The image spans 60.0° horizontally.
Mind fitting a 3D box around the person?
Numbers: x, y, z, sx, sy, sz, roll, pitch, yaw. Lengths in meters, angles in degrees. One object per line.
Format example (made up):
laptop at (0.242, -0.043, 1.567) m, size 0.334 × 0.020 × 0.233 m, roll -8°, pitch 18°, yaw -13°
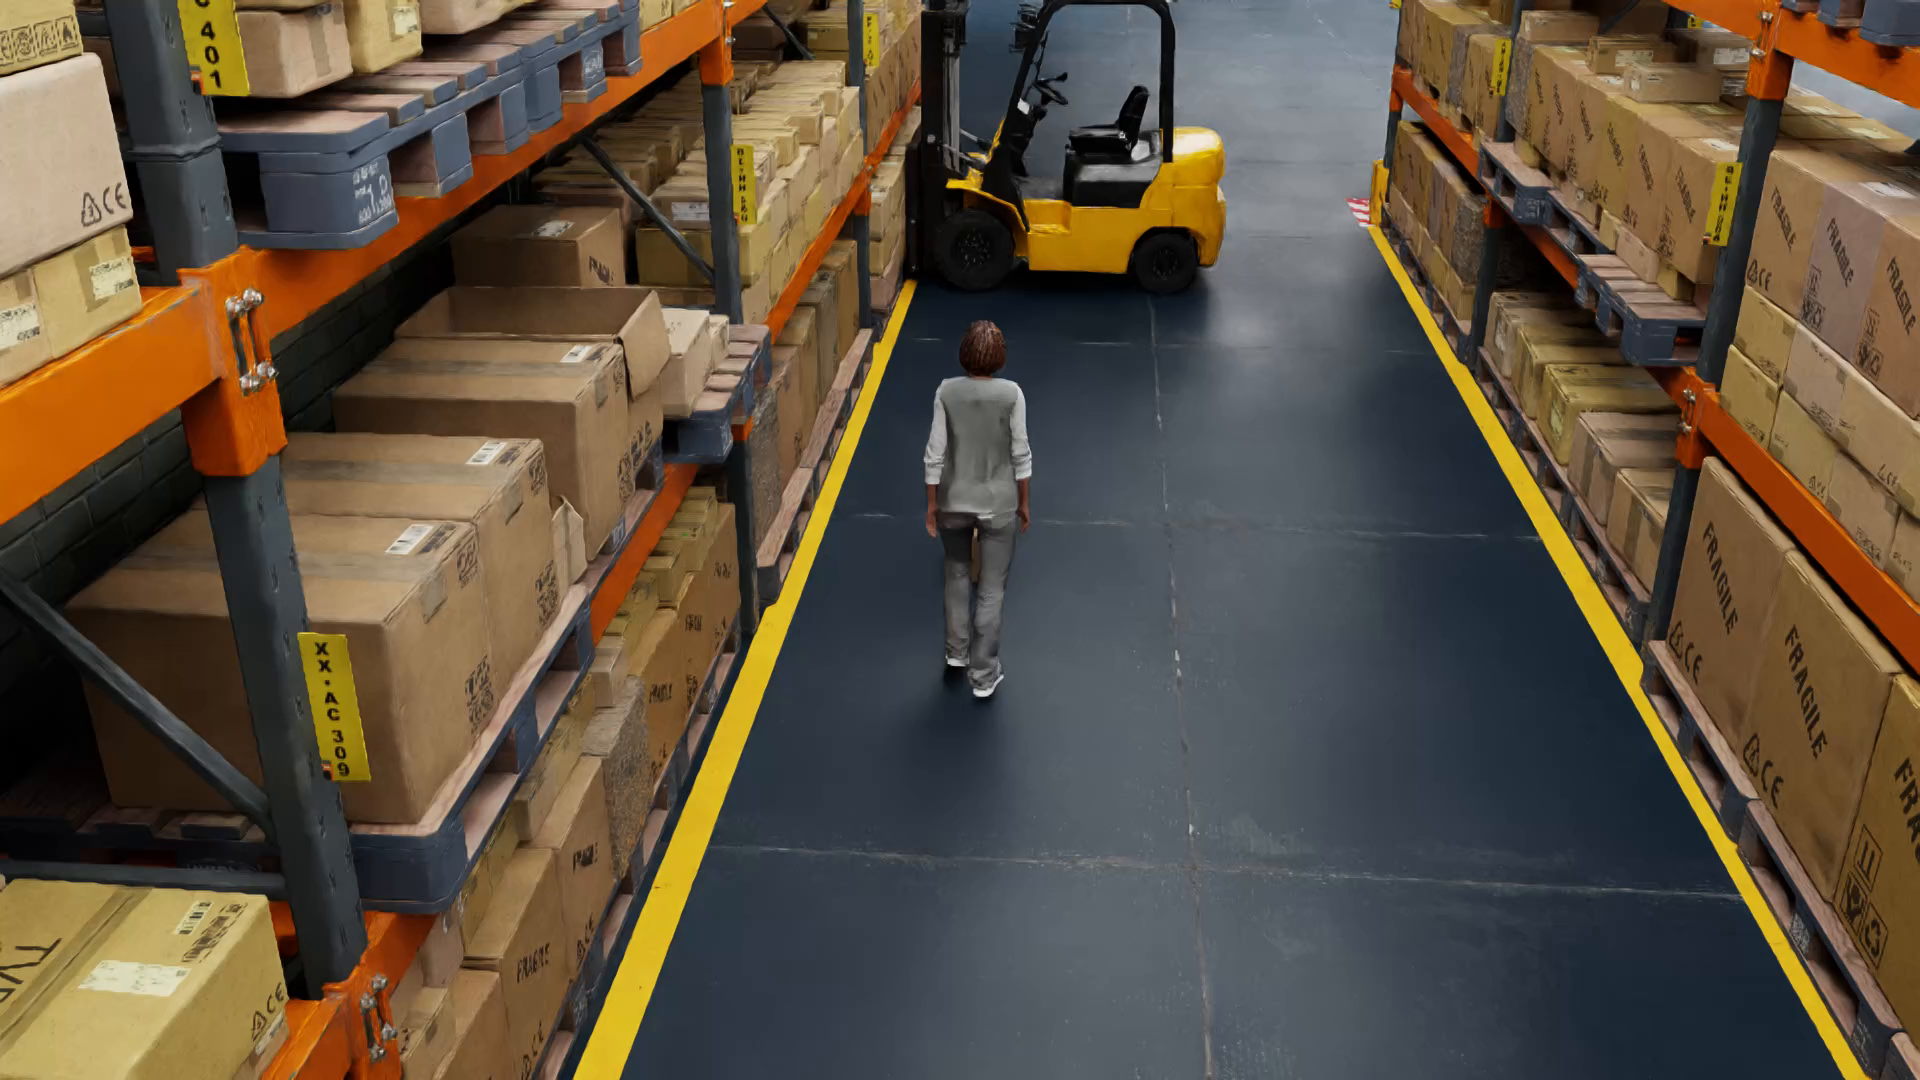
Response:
person at (0.070, -0.128, 6.869) m, size 0.435 × 1.590 × 0.441 m, roll 4°, pitch 25°, yaw 9°
